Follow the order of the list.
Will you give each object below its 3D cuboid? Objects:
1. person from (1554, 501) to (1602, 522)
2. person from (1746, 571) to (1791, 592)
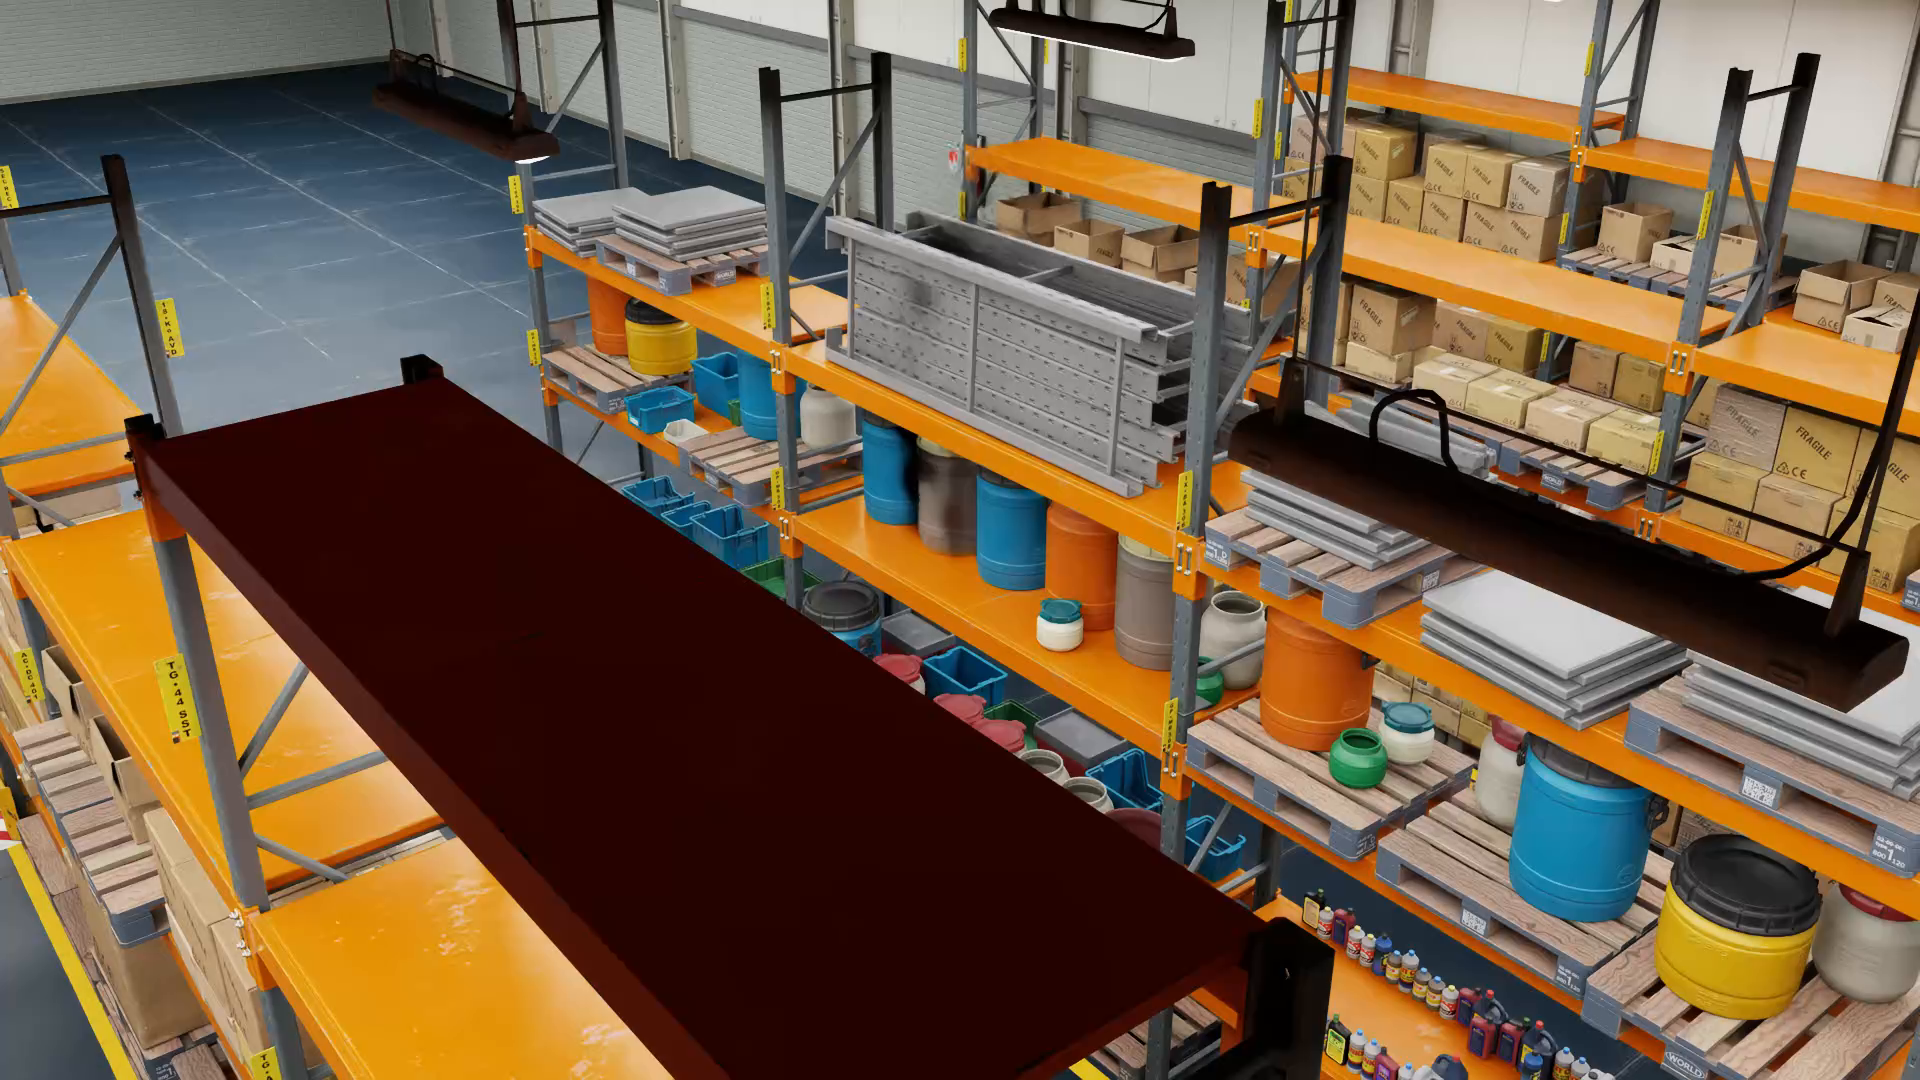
[{"bbox_3d":[5.932,0.042,16.179,0.766,1.824,0.672,17,31,32],"label":"person"},{"bbox_3d":[6.712,0.995,14.197,0.755,1.732,0.790,-19,31,-33],"label":"person"}]
